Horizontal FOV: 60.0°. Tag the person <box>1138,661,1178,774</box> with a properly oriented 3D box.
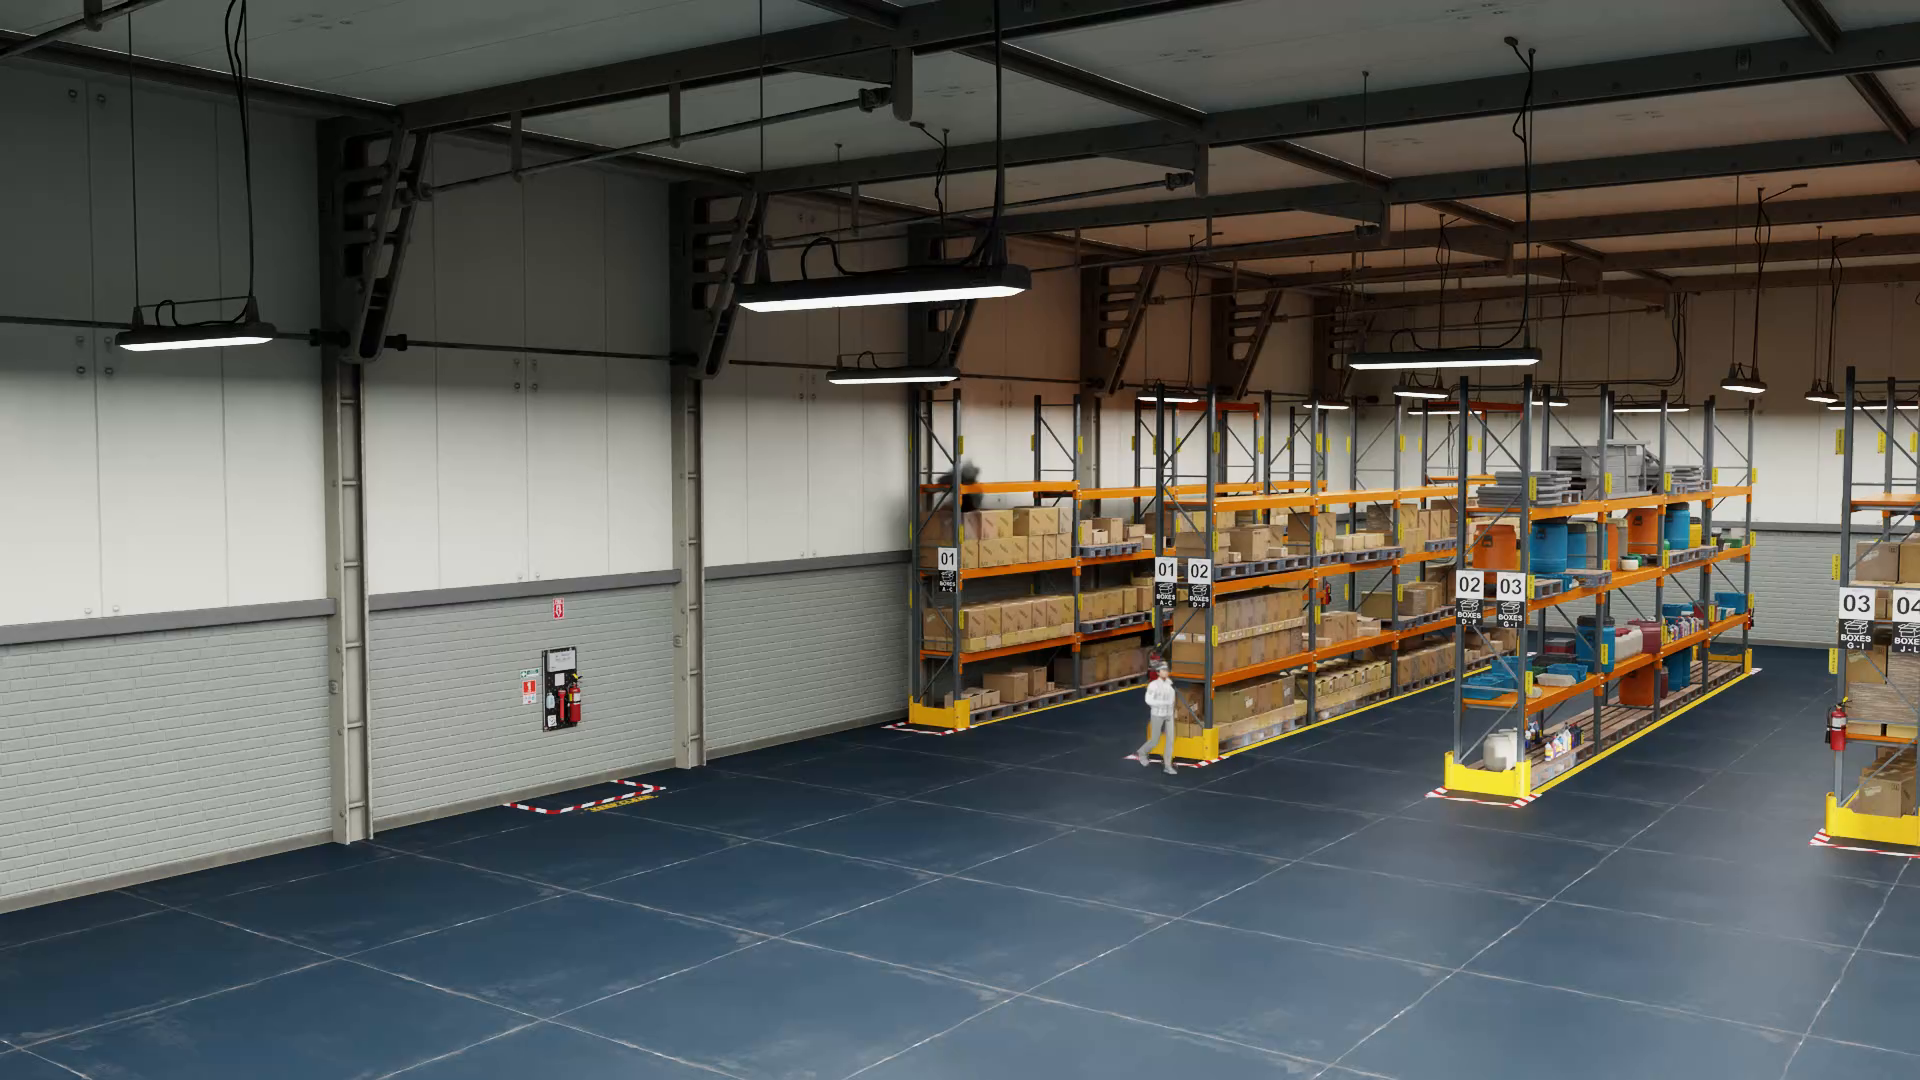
[{"bbox_3d":[3.017,2.640,24.985,0.620,1.671,0.836,-2,4,-30],"label":"person"}]
